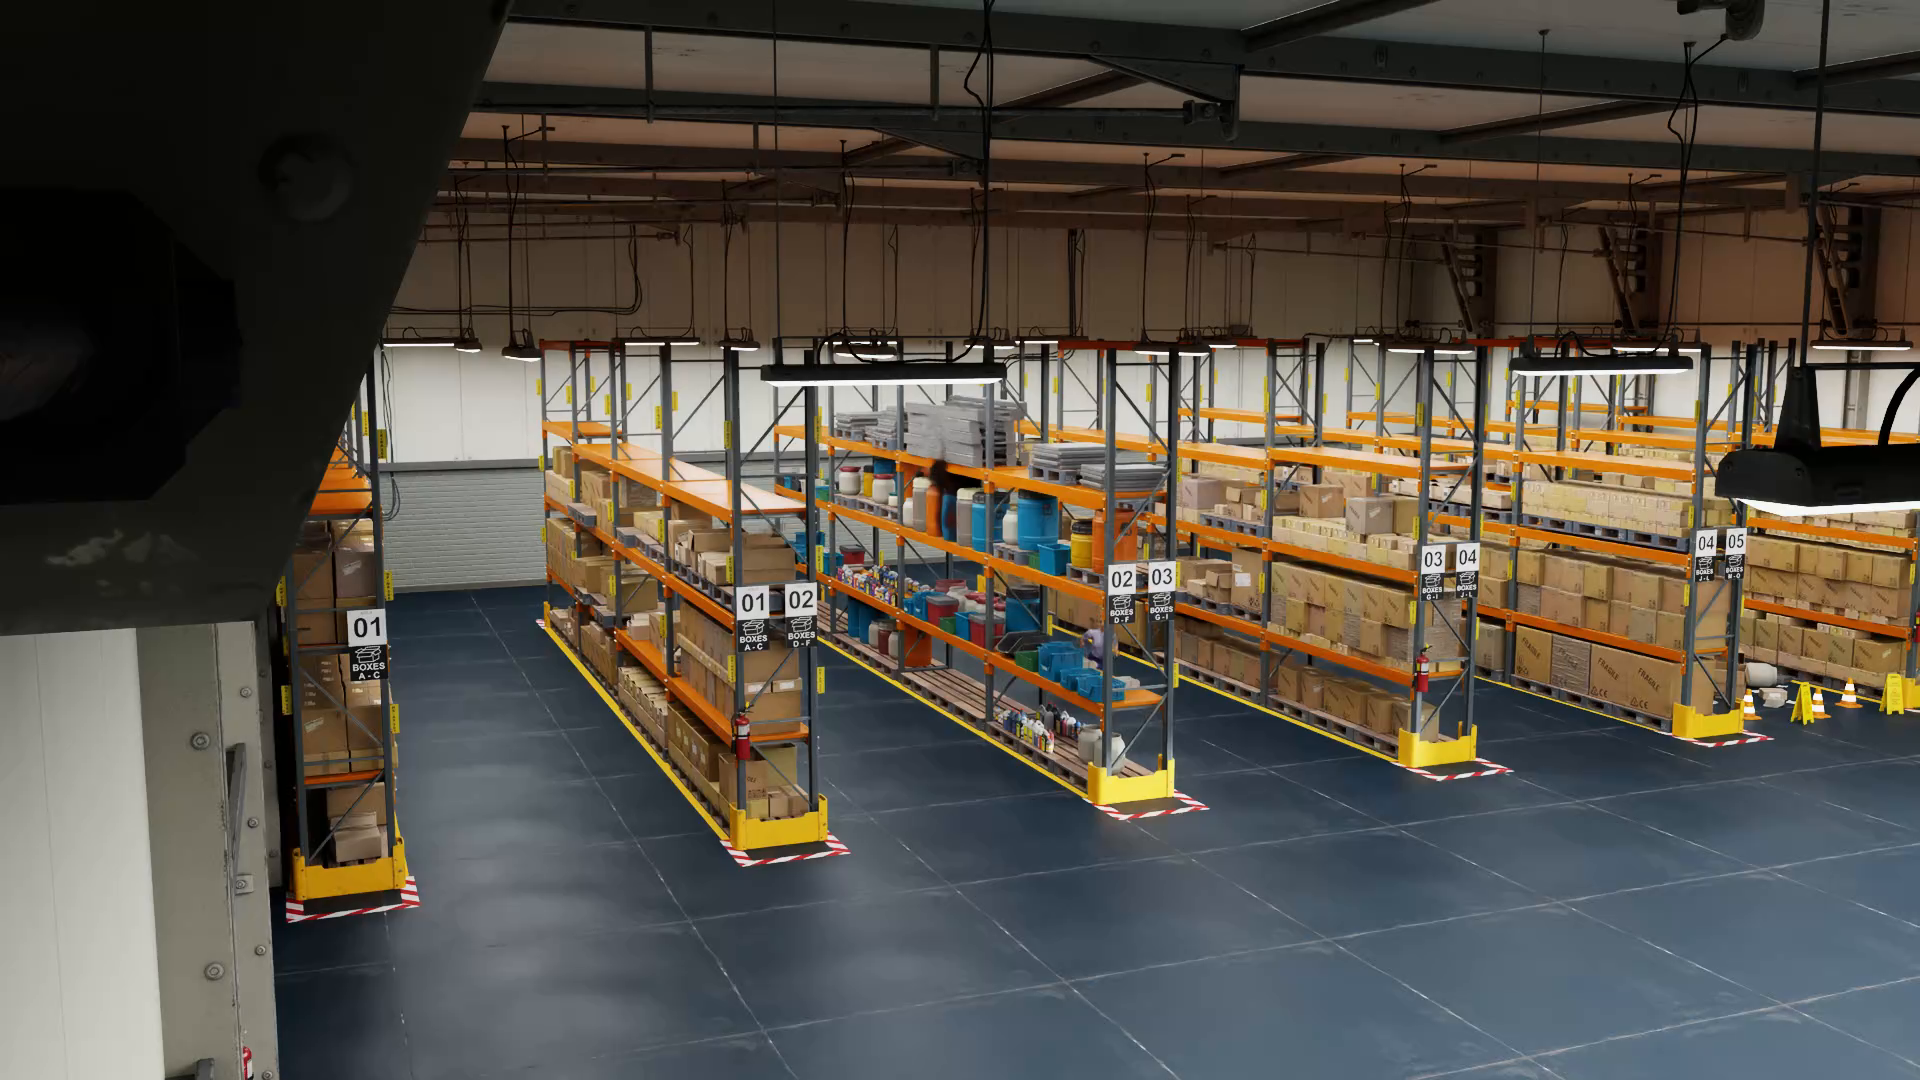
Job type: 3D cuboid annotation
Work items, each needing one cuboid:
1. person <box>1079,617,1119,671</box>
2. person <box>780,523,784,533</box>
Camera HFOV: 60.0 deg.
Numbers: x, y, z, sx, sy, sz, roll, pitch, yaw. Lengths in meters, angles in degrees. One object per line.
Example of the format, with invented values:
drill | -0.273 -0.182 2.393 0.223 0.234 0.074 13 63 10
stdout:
person | 2.291 2.036 27.220 0.599 1.627 0.793 -4 8 -27
person | -4.323 0.423 39.328 0.808 1.597 0.537 -1 8 -11
